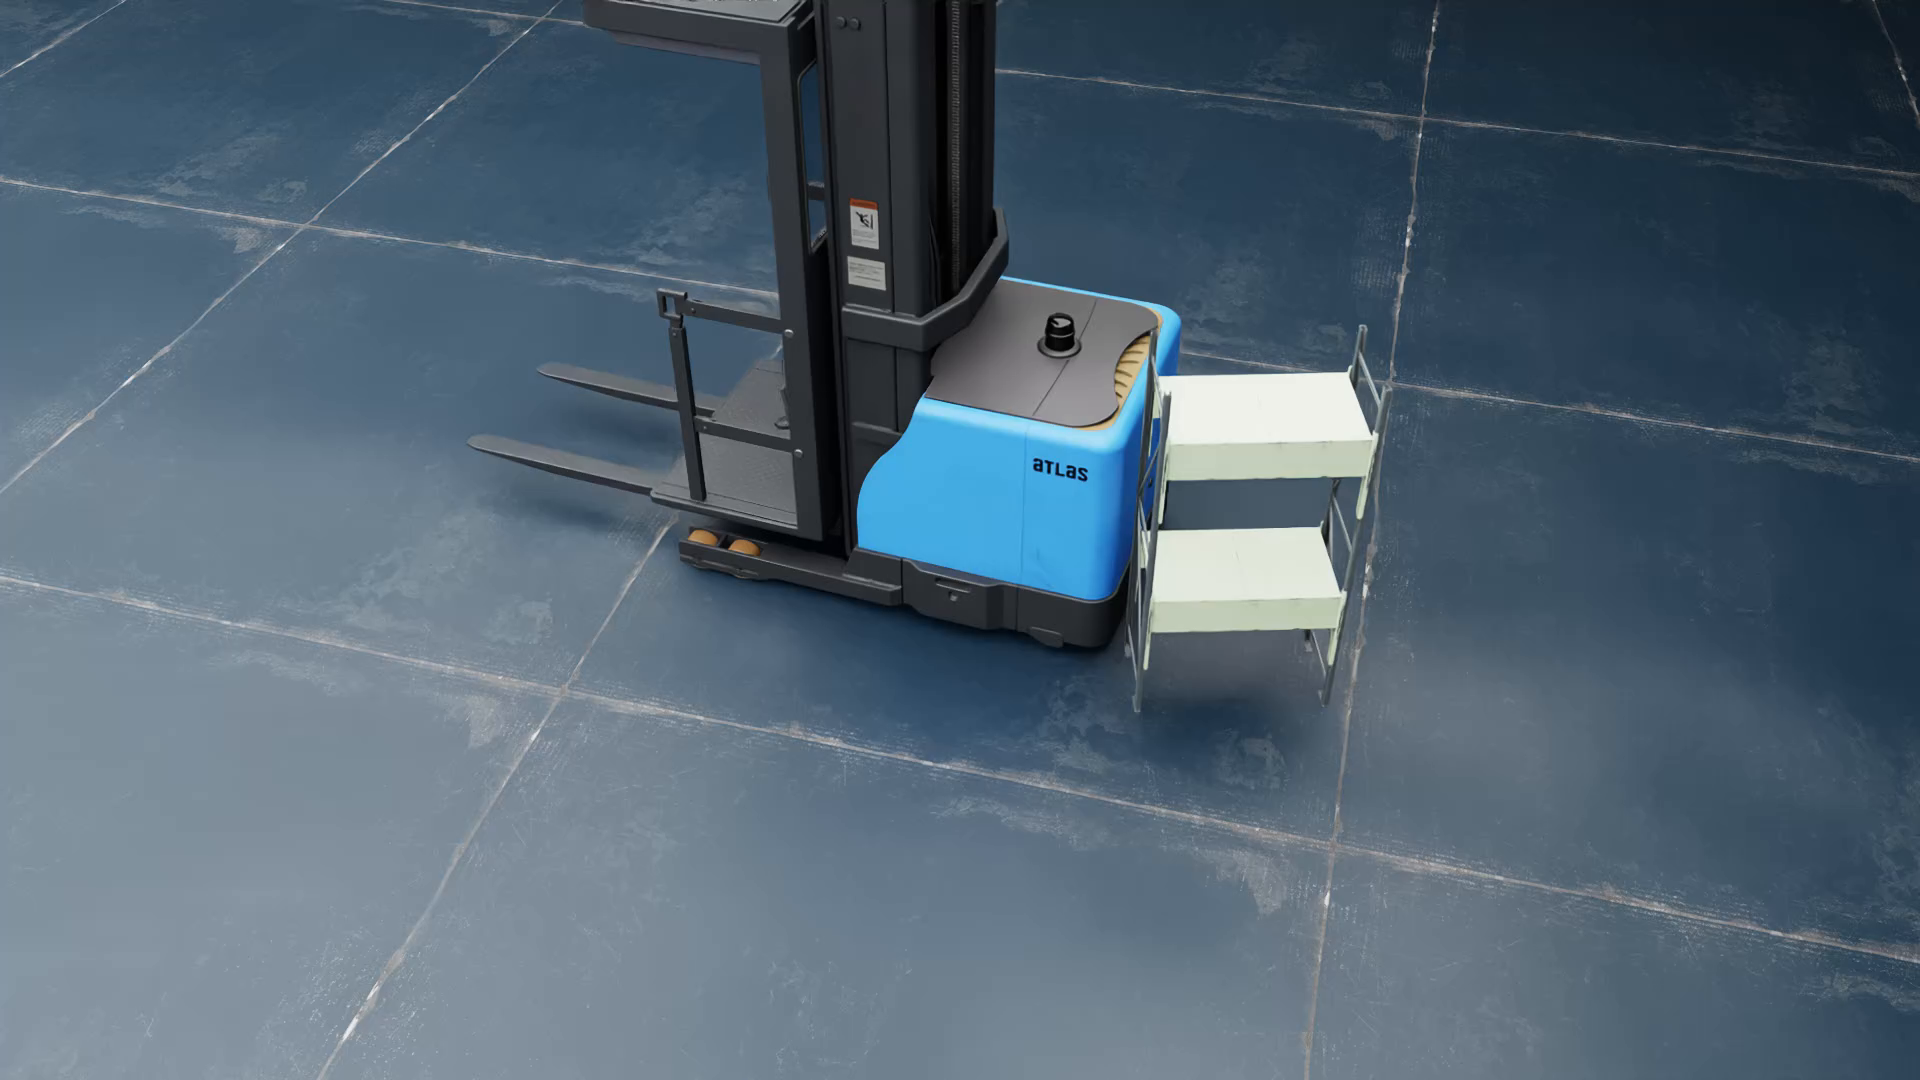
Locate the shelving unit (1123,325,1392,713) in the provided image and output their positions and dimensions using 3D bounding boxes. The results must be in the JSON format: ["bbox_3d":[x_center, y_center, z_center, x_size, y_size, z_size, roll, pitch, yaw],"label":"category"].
[{"bbox_3d":[1.048,-0.040,6.131,0.755,1.500,0.431,-1,40,-2],"label":"shelving unit"}]

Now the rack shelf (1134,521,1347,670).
[{"bbox_3d":[1.048,0.210,6.341,0.720,0.370,0.431,-1,40,-2],"label":"rack shelf"}]

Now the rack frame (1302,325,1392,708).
[{"bbox_3d":[1.414,-0.048,6.141,0.023,1.500,0.400,-1,40,-2],"label":"rack frame"}]

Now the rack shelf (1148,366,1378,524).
[{"bbox_3d":[1.048,-0.339,5.880,0.720,0.370,0.431,-1,40,-2],"label":"rack shelf"}]

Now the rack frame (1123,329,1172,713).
[{"bbox_3d":[0.682,-0.032,6.121,0.023,1.500,0.400,-1,40,-2],"label":"rack frame"}]

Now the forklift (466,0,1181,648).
[{"bbox_3d":[-0.669,-1.263,6.474,3.031,2.935,1.130,13,42,15],"label":"forklift"}]
